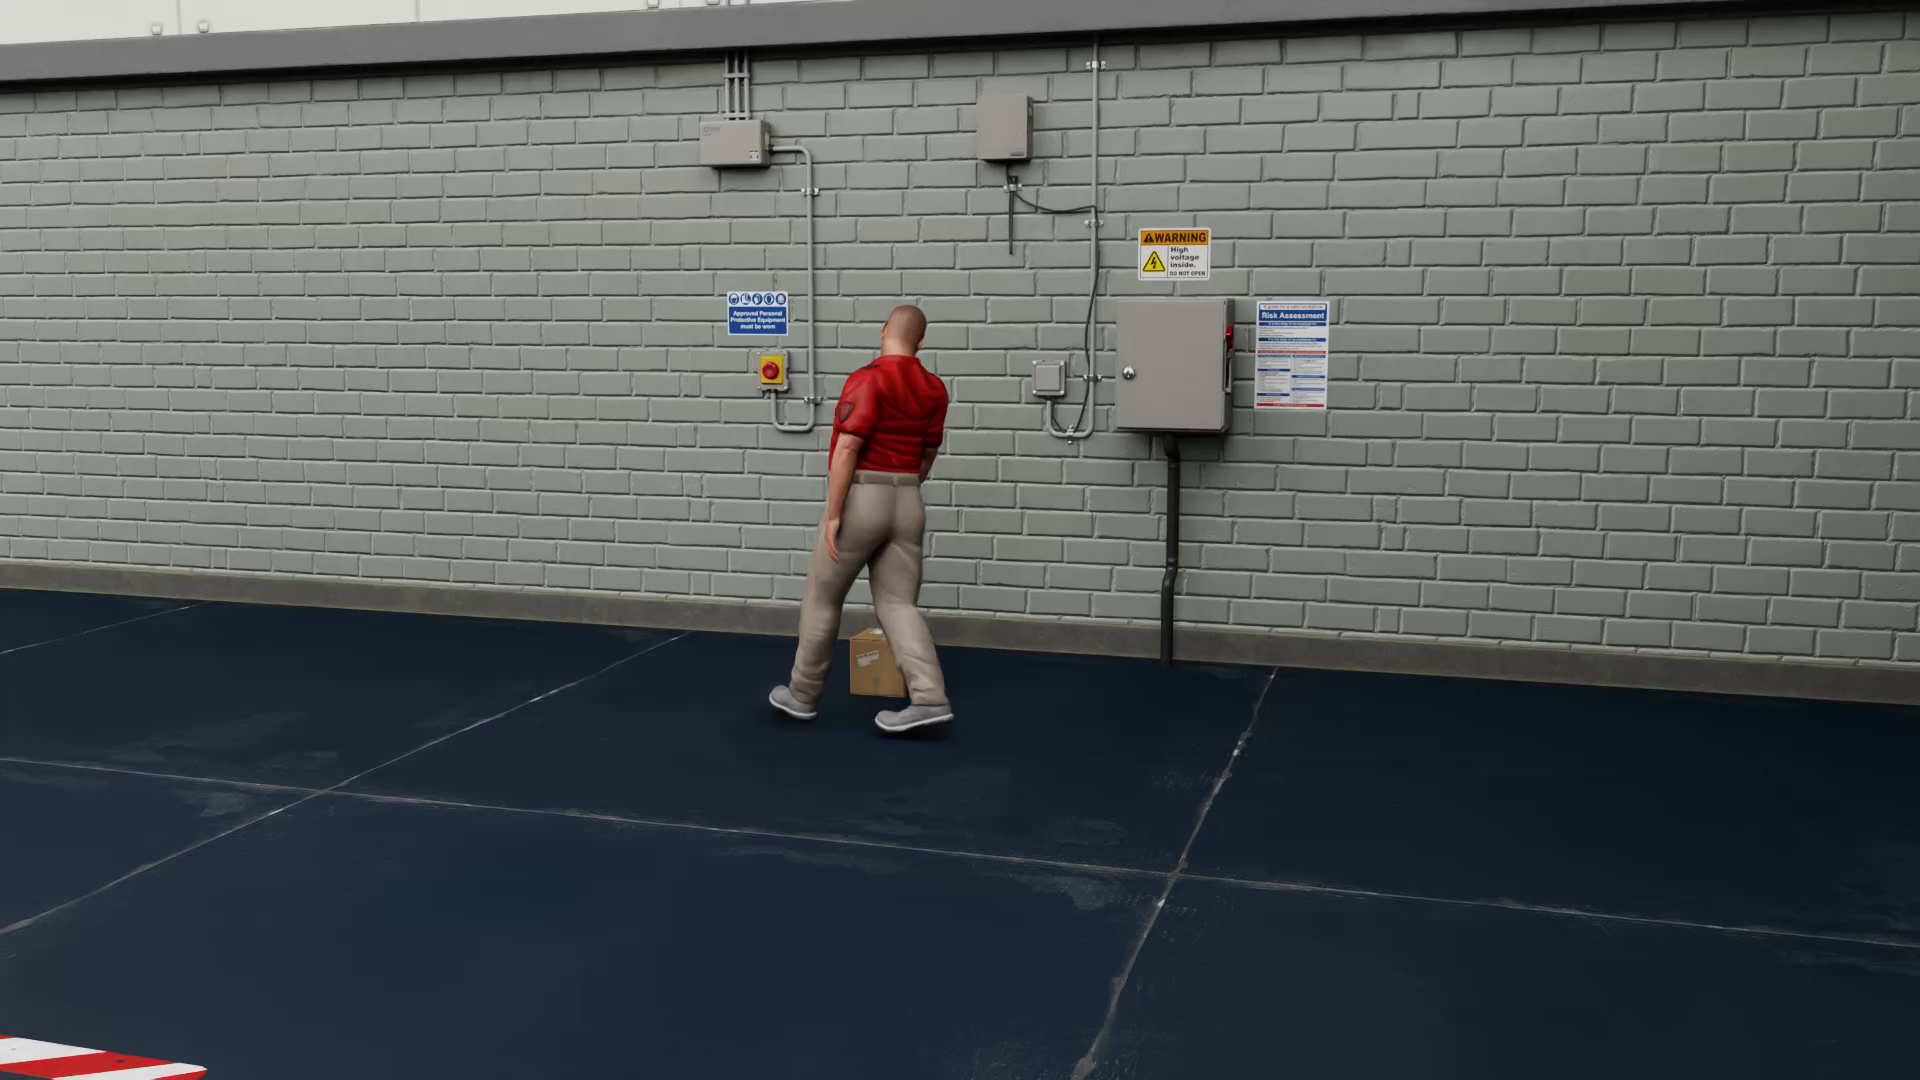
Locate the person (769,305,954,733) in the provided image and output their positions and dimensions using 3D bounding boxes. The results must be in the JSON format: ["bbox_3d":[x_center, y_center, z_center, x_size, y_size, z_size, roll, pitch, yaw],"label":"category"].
[{"bbox_3d":[-0.347,-0.102,6.647,0.596,1.662,0.877,-7,11,-39],"label":"person"}]
